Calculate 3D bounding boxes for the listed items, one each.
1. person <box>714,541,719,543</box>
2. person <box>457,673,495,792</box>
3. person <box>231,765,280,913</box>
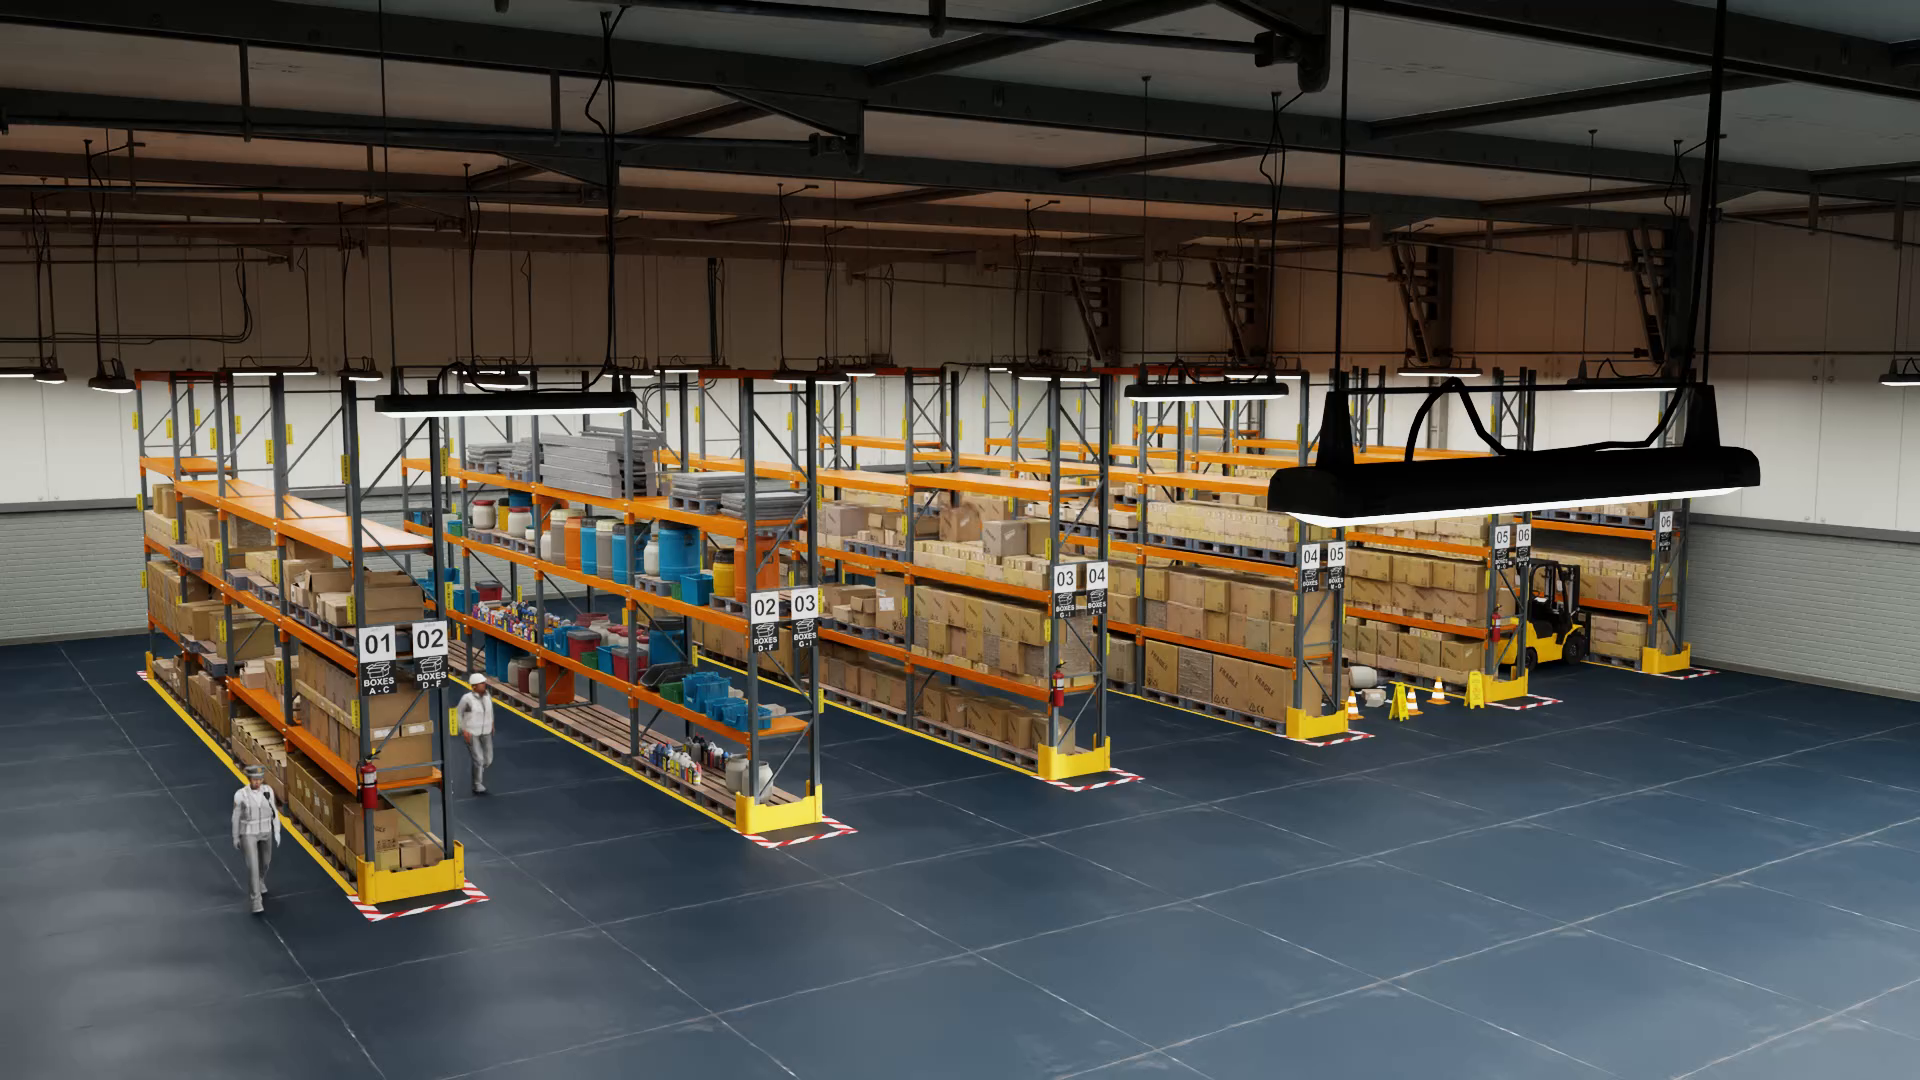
[{"bbox_3d":[-5.978,0.915,40.141,0.754,1.768,0.644,-2,7,-17],"label":"person"},{"bbox_3d":[-7.039,2.762,24.091,0.657,1.725,0.606,-6,9,-41],"label":"person"},{"bbox_3d":[-8.079,3.372,19.100,0.871,1.626,0.491,6,9,43],"label":"person"}]
